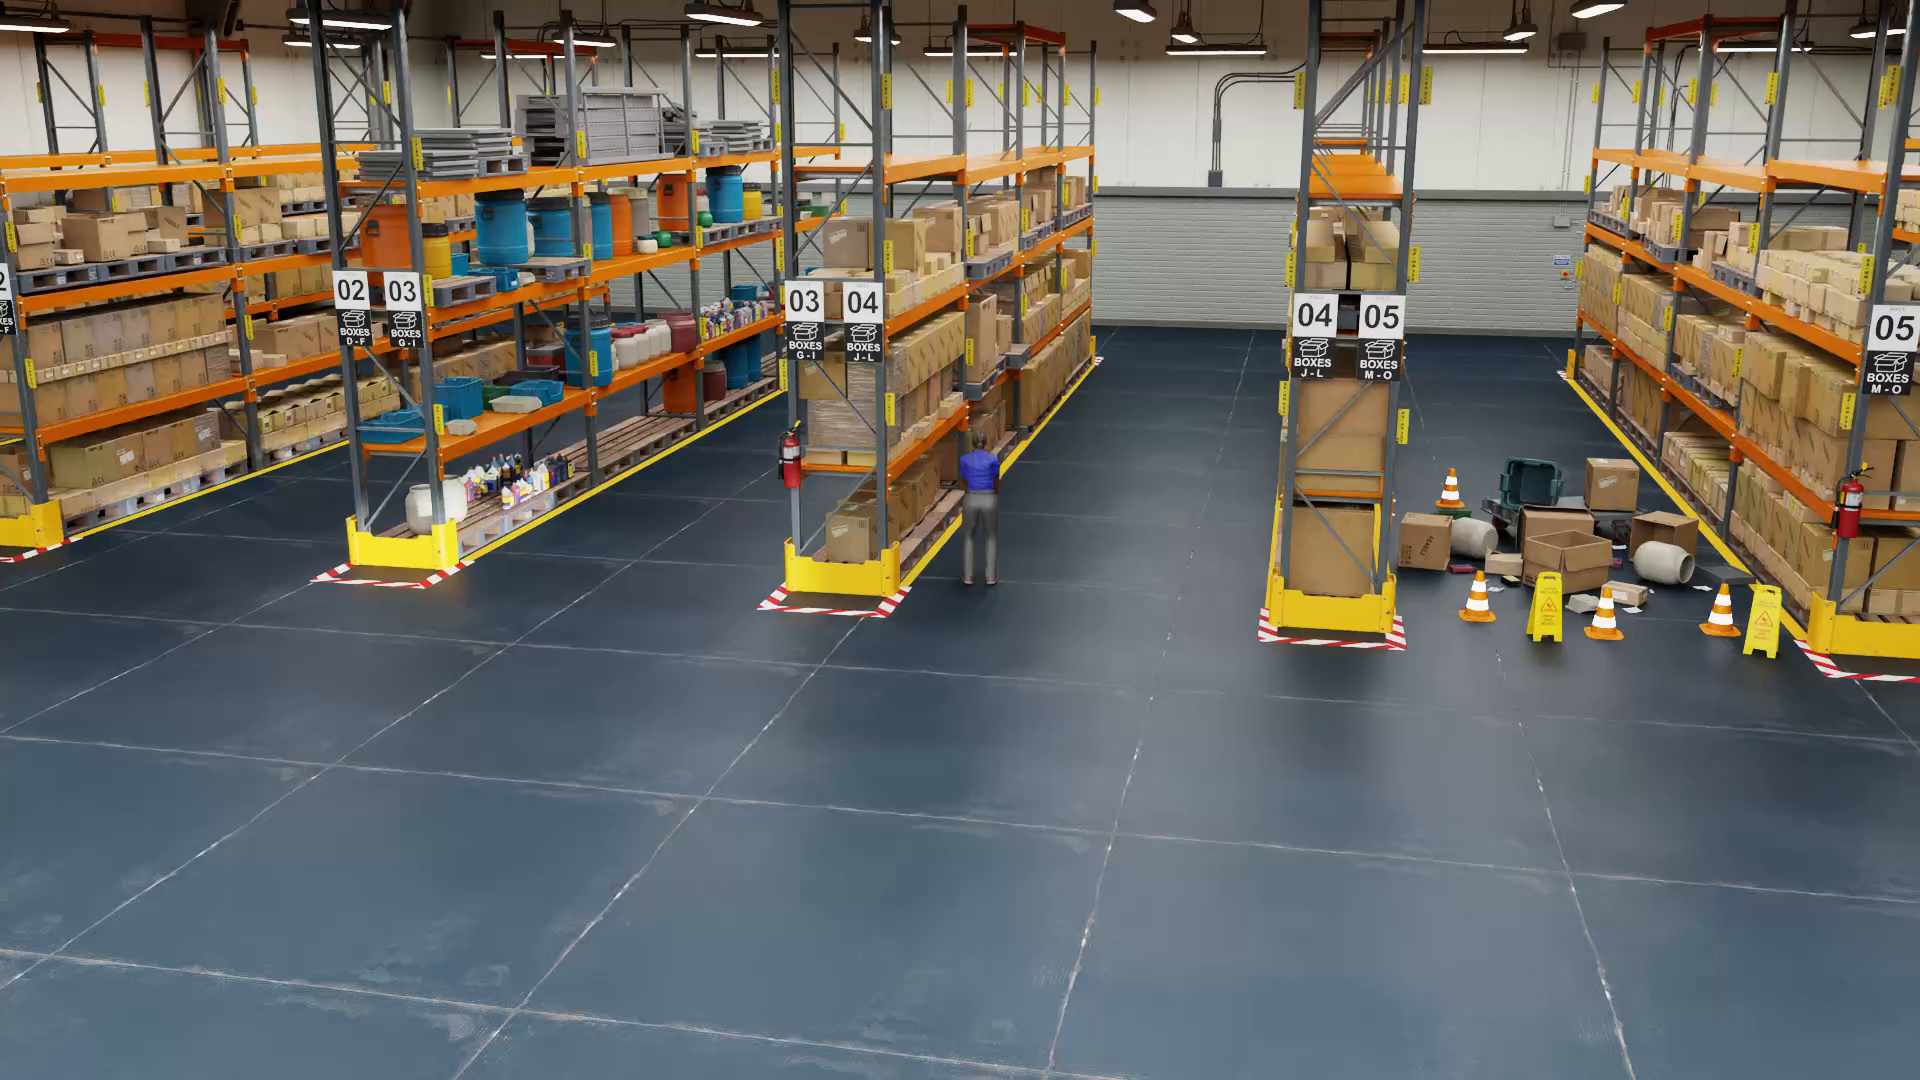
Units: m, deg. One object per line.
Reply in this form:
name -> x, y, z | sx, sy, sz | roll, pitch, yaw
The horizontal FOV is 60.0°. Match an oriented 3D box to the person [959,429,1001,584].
person -> 0.212, -0.371, 17.449 | 0.435, 1.656, 0.502 | 1, 15, 2
